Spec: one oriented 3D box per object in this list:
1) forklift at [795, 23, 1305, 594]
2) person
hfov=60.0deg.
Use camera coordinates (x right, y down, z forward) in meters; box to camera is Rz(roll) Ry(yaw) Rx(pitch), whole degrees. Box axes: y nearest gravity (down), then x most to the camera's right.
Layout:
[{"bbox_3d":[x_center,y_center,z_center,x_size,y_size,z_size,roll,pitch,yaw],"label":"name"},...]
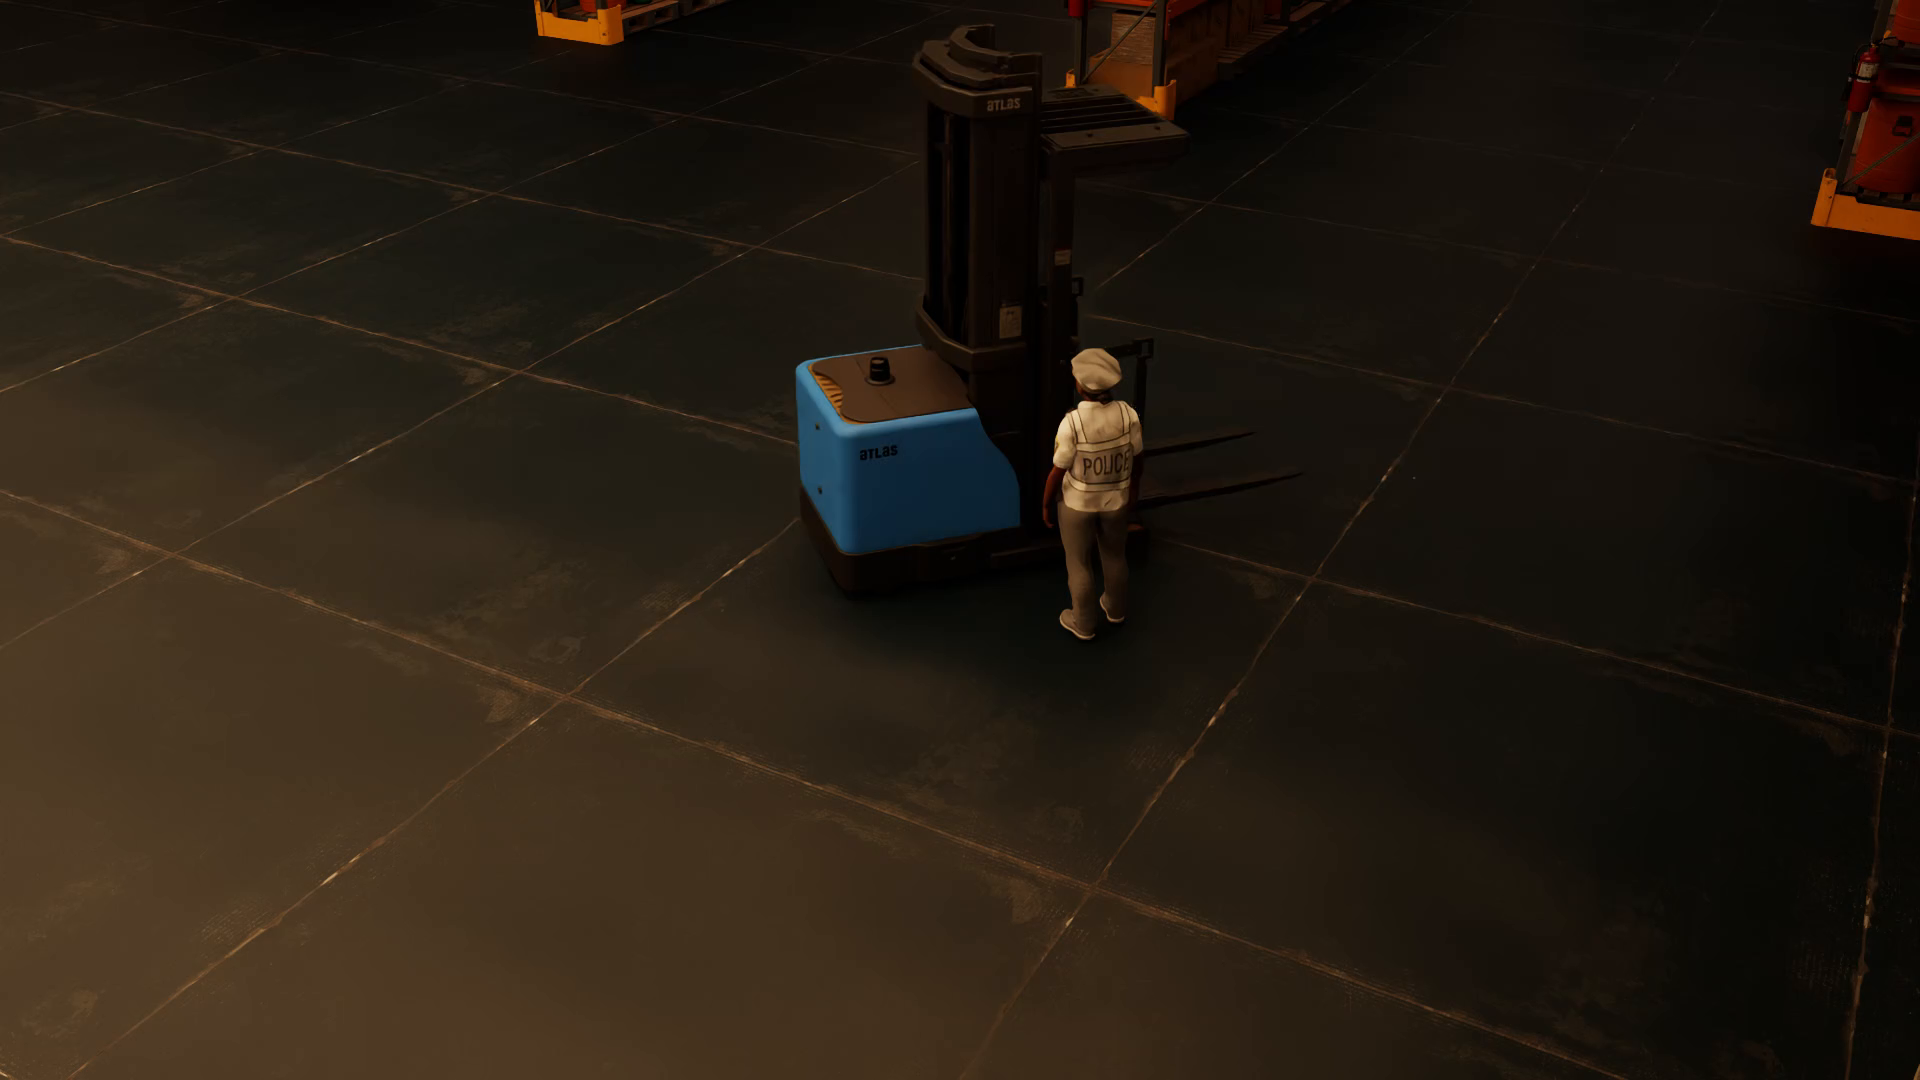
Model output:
[{"bbox_3d":[0.600,-1.401,9.499,3.031,2.935,1.130,-10,31,-17],"label":"forklift"},{"bbox_3d":[0.685,-0.247,8.718,0.570,1.695,0.528,-9,31,-15],"label":"person"}]
